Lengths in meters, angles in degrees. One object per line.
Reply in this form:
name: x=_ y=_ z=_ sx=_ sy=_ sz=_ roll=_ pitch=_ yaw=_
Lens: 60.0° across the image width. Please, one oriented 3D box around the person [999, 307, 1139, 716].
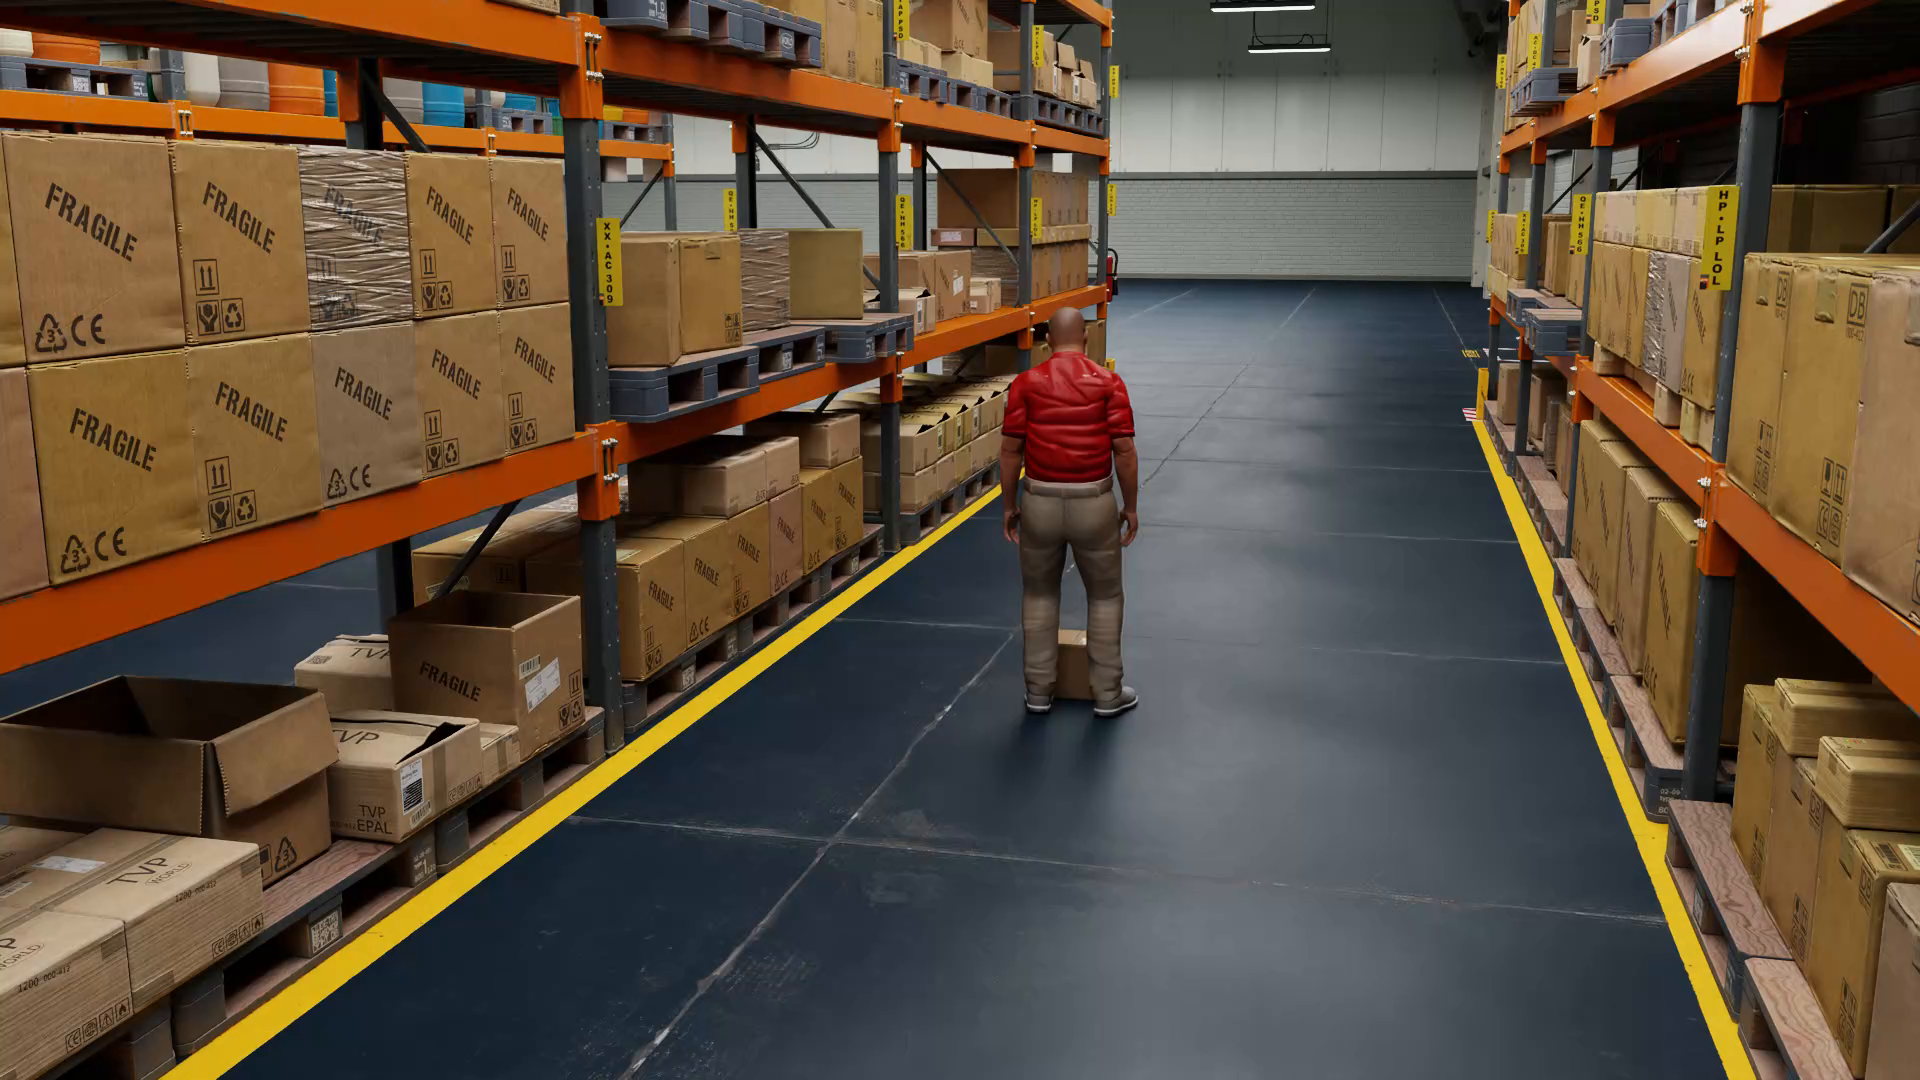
person: x=0.467 y=-0.117 z=7.063 sx=0.593 sy=1.725 sz=0.393 roll=2 pitch=12 yaw=11
